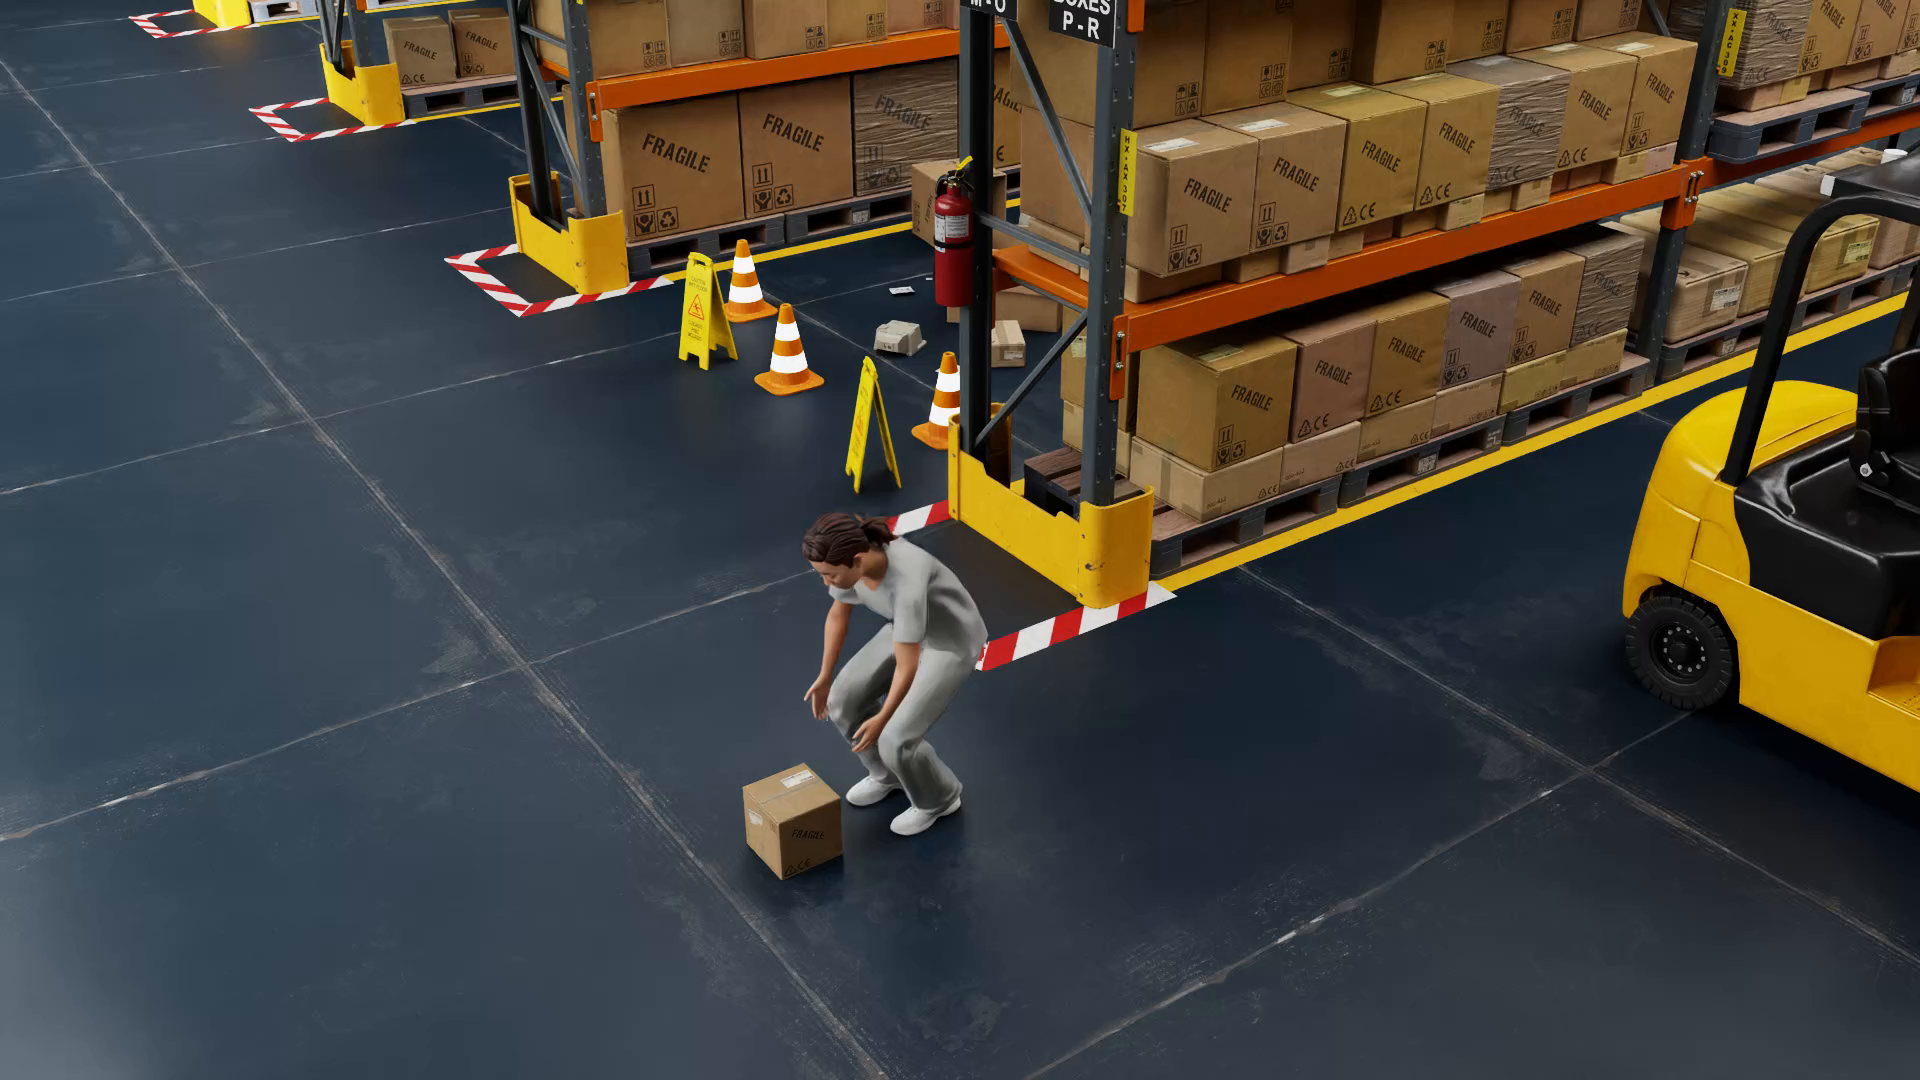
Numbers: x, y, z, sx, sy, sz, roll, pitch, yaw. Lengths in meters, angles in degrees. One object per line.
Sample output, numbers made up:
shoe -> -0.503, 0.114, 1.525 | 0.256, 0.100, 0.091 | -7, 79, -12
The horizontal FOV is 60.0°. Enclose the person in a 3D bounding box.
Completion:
person -> -0.215, 0.426, 5.739 | 0.682, 1.304, 0.490 | -19, 34, -30
